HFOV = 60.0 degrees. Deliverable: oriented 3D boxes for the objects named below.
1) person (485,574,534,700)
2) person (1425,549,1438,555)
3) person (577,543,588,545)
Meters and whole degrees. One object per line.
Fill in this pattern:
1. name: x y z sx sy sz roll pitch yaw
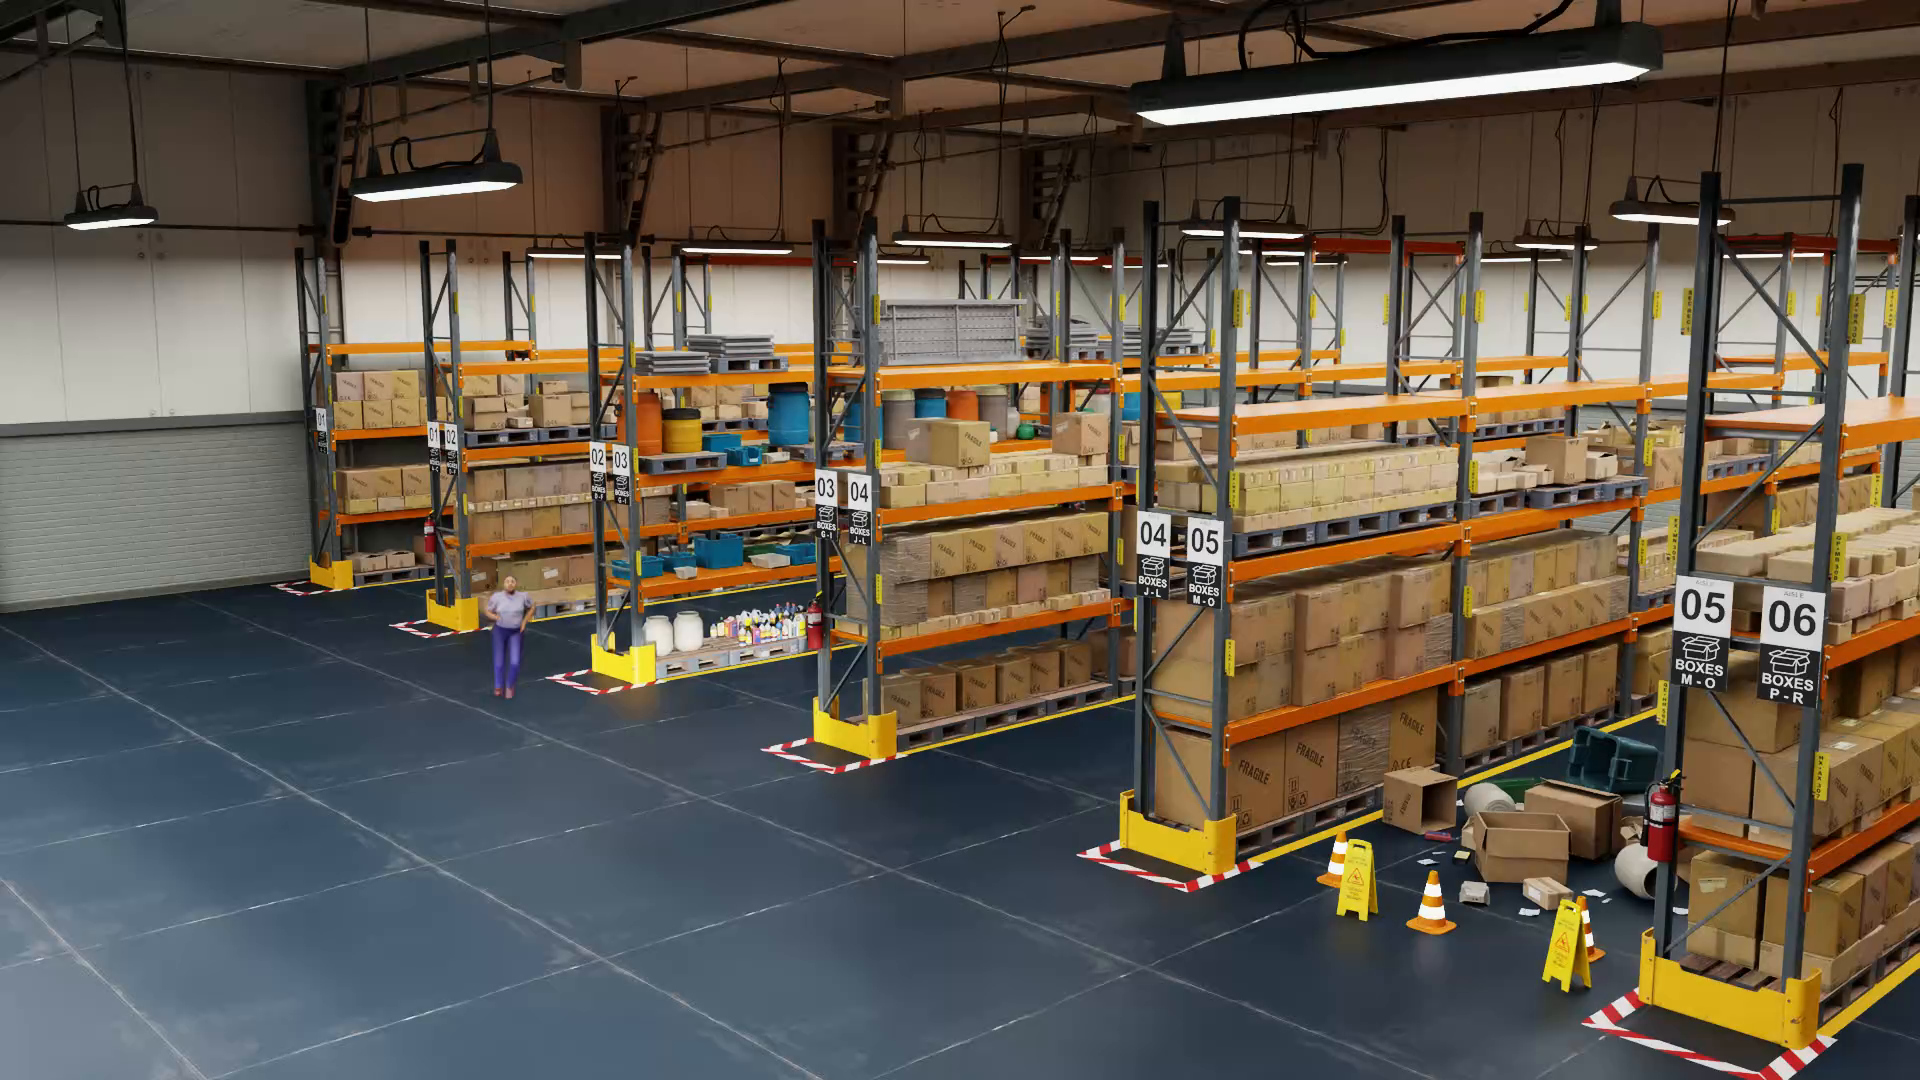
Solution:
1. person: -5.781 1.253 21.389 0.608 1.658 0.669 -2 9 -13
2. person: 6.799 0.891 24.009 0.576 1.553 0.540 -8 12 -44
3. person: -6.726 -0.054 29.638 0.677 1.823 0.738 7 11 41
